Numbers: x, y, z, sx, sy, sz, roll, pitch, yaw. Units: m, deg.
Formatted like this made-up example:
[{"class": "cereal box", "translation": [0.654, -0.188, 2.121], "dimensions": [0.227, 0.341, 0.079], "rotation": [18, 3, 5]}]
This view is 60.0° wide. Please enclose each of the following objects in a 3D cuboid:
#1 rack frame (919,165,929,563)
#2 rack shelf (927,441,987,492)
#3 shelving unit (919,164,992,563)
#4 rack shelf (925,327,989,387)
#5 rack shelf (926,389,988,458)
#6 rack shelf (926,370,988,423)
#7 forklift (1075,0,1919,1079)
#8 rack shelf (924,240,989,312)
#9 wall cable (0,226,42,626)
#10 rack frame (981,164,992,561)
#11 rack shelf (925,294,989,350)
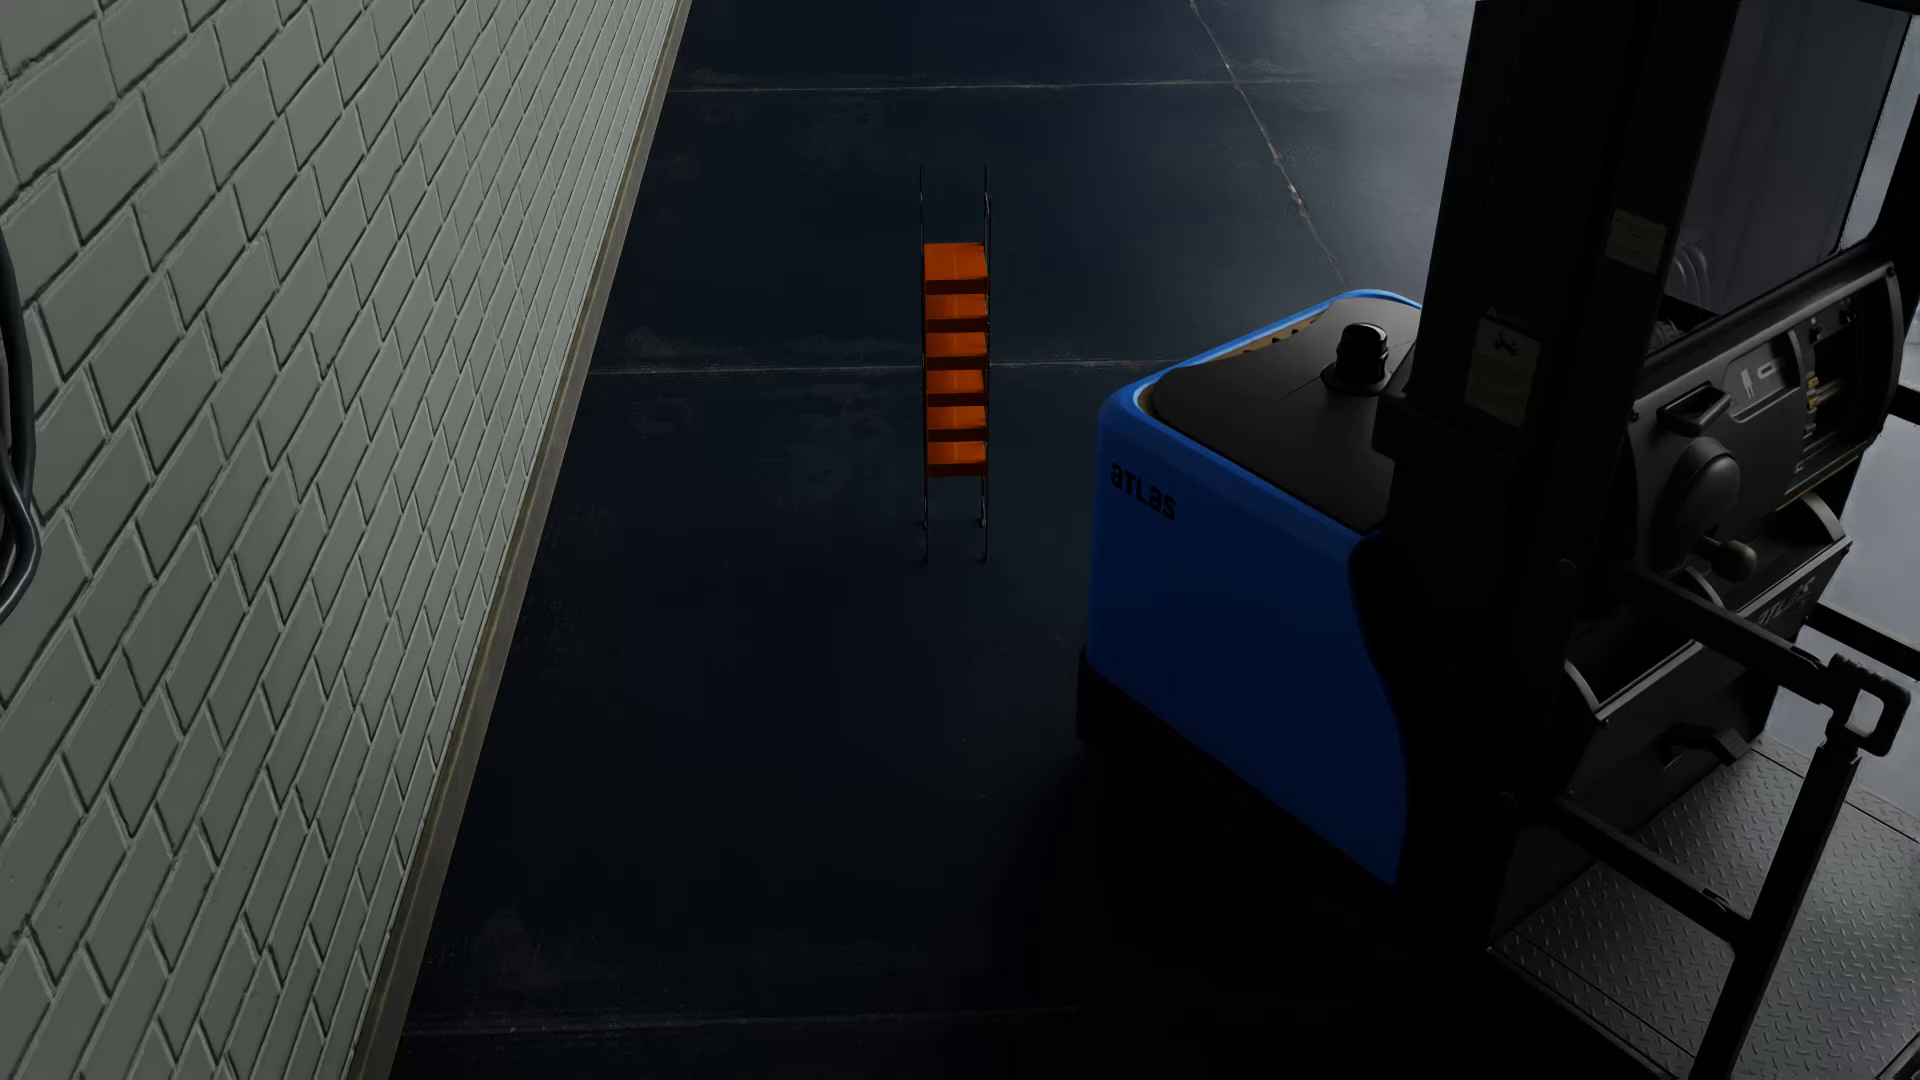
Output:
[{"class": "rack frame", "translation": [-0.106, -0.491, 4.904], "dimensions": [0.006, 1.200, 0.240], "rotation": [-2, 35, -2]}, {"class": "rack shelf", "translation": [-0.014, -0.259, 5.070], "dimensions": [0.180, 0.103, 0.258], "rotation": [-2, 35, -2]}, {"class": "shelving unit", "translation": [-0.014, -0.493, 4.908], "dimensions": [0.189, 1.200, 0.258], "rotation": [-2, 35, -2]}, {"class": "rack shelf", "translation": [-0.014, -0.555, 4.865], "dimensions": [0.180, 0.103, 0.258], "rotation": [-2, 35, -2]}, {"class": "rack shelf", "translation": [-0.014, -0.358, 5.002], "dimensions": [0.180, 0.103, 0.258], "rotation": [-2, 35, -2]}, {"class": "rack shelf", "translation": [-0.014, -0.456, 4.933], "dimensions": [0.180, 0.103, 0.258], "rotation": [-2, 35, -2]}, {"class": "forklift", "translation": [1.622, -0.174, 2.926], "dimensions": [1.130, 2.935, 3.031], "rotation": [-25, 42, -31]}, {"class": "rack shelf", "translation": [-0.014, -0.752, 4.728], "dimensions": [0.180, 0.103, 0.258], "rotation": [-2, 35, -2]}, {"class": "wall cable", "translation": [-1.115, -0.200, 0.360], "dimensions": [0.112, 2.526, 3.097], "rotation": [-2, 35, -2]}, {"class": "rack frame", "translation": [0.077, -0.495, 4.912], "dimensions": [0.006, 1.200, 0.240], "rotation": [-2, 35, -2]}, {"class": "rack shelf", "translation": [-0.014, -0.654, 4.797], "dimensions": [0.180, 0.103, 0.258], "rotation": [-2, 35, -2]}]
